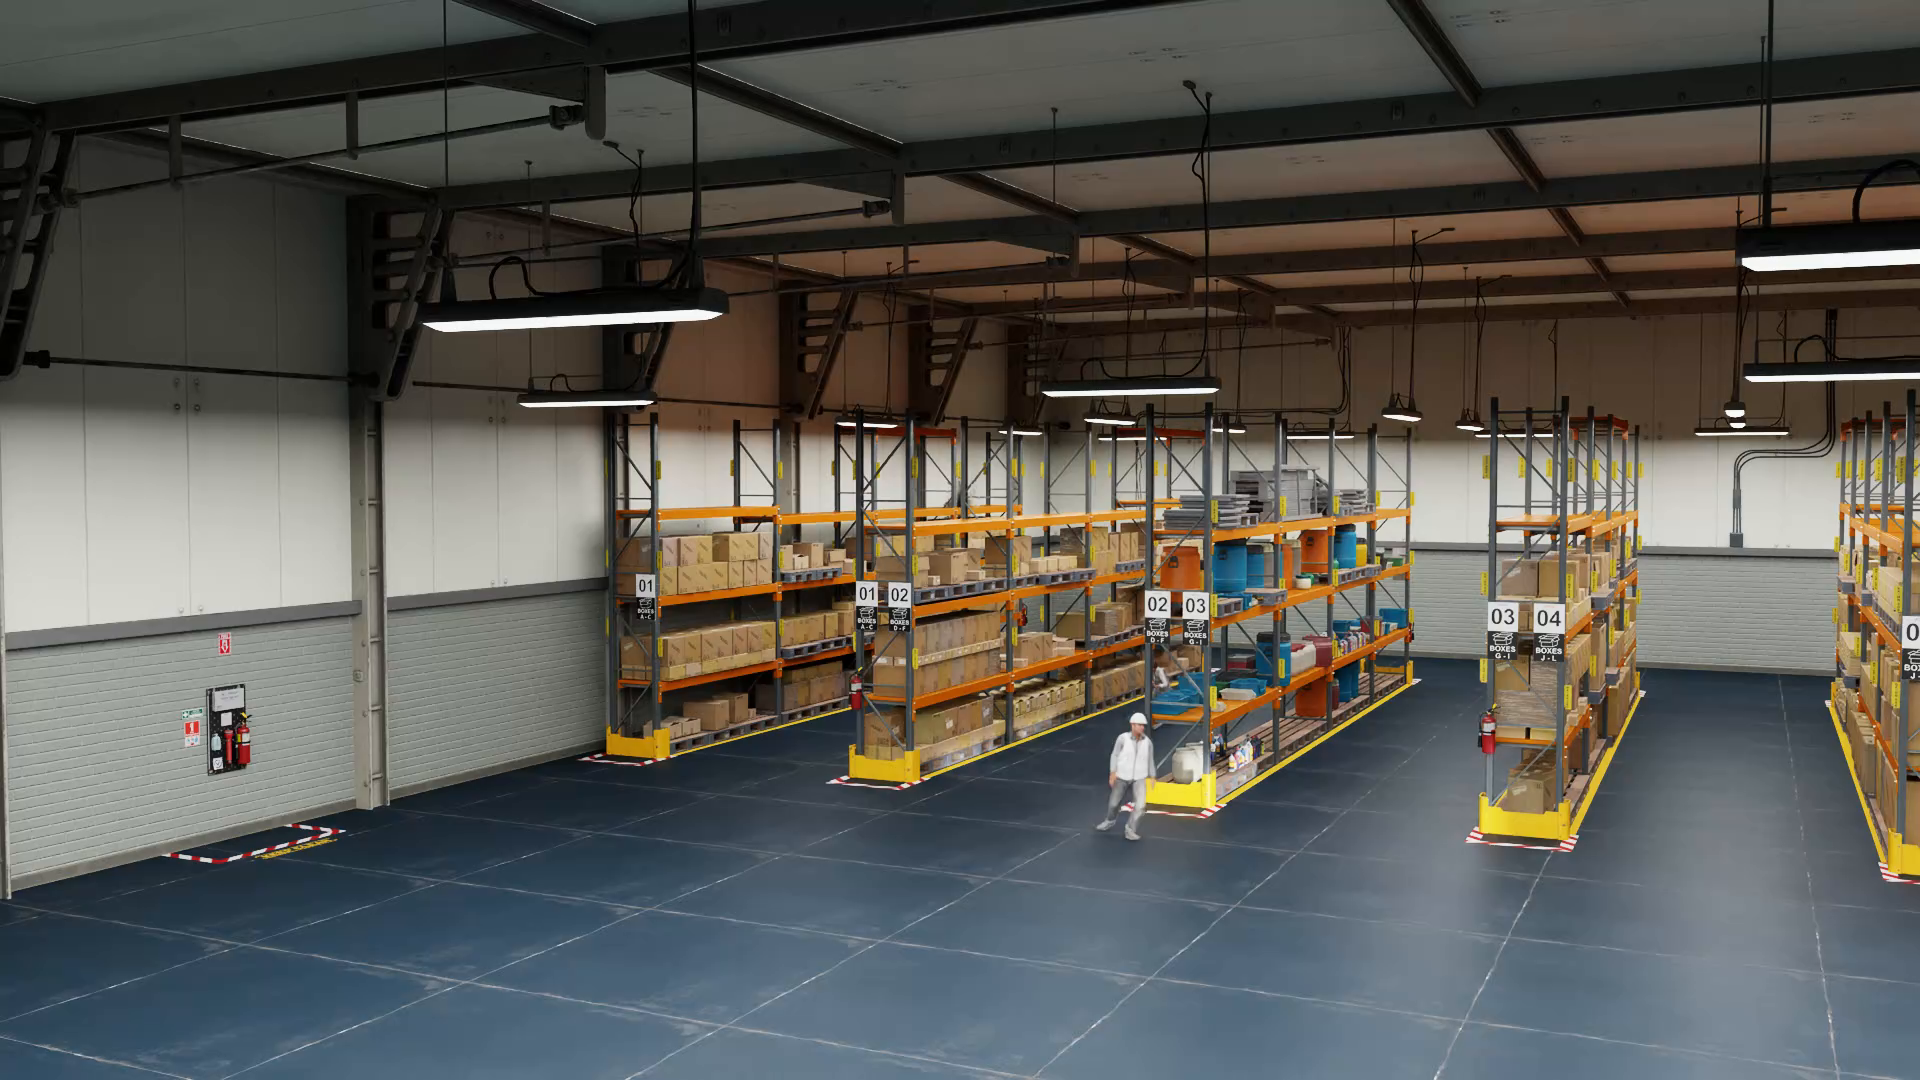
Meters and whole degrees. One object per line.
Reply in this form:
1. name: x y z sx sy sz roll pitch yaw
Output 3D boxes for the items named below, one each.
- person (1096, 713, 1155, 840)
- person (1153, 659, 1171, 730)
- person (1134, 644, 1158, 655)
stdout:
1. person: 2.269 3.189 22.653 0.768 1.705 0.745 0 2 -3
2. person: 3.932 2.979 32.266 0.532 1.355 1.046 2 3 40
3. person: 4.950 2.266 43.997 0.678 1.847 0.928 -2 3 -35
